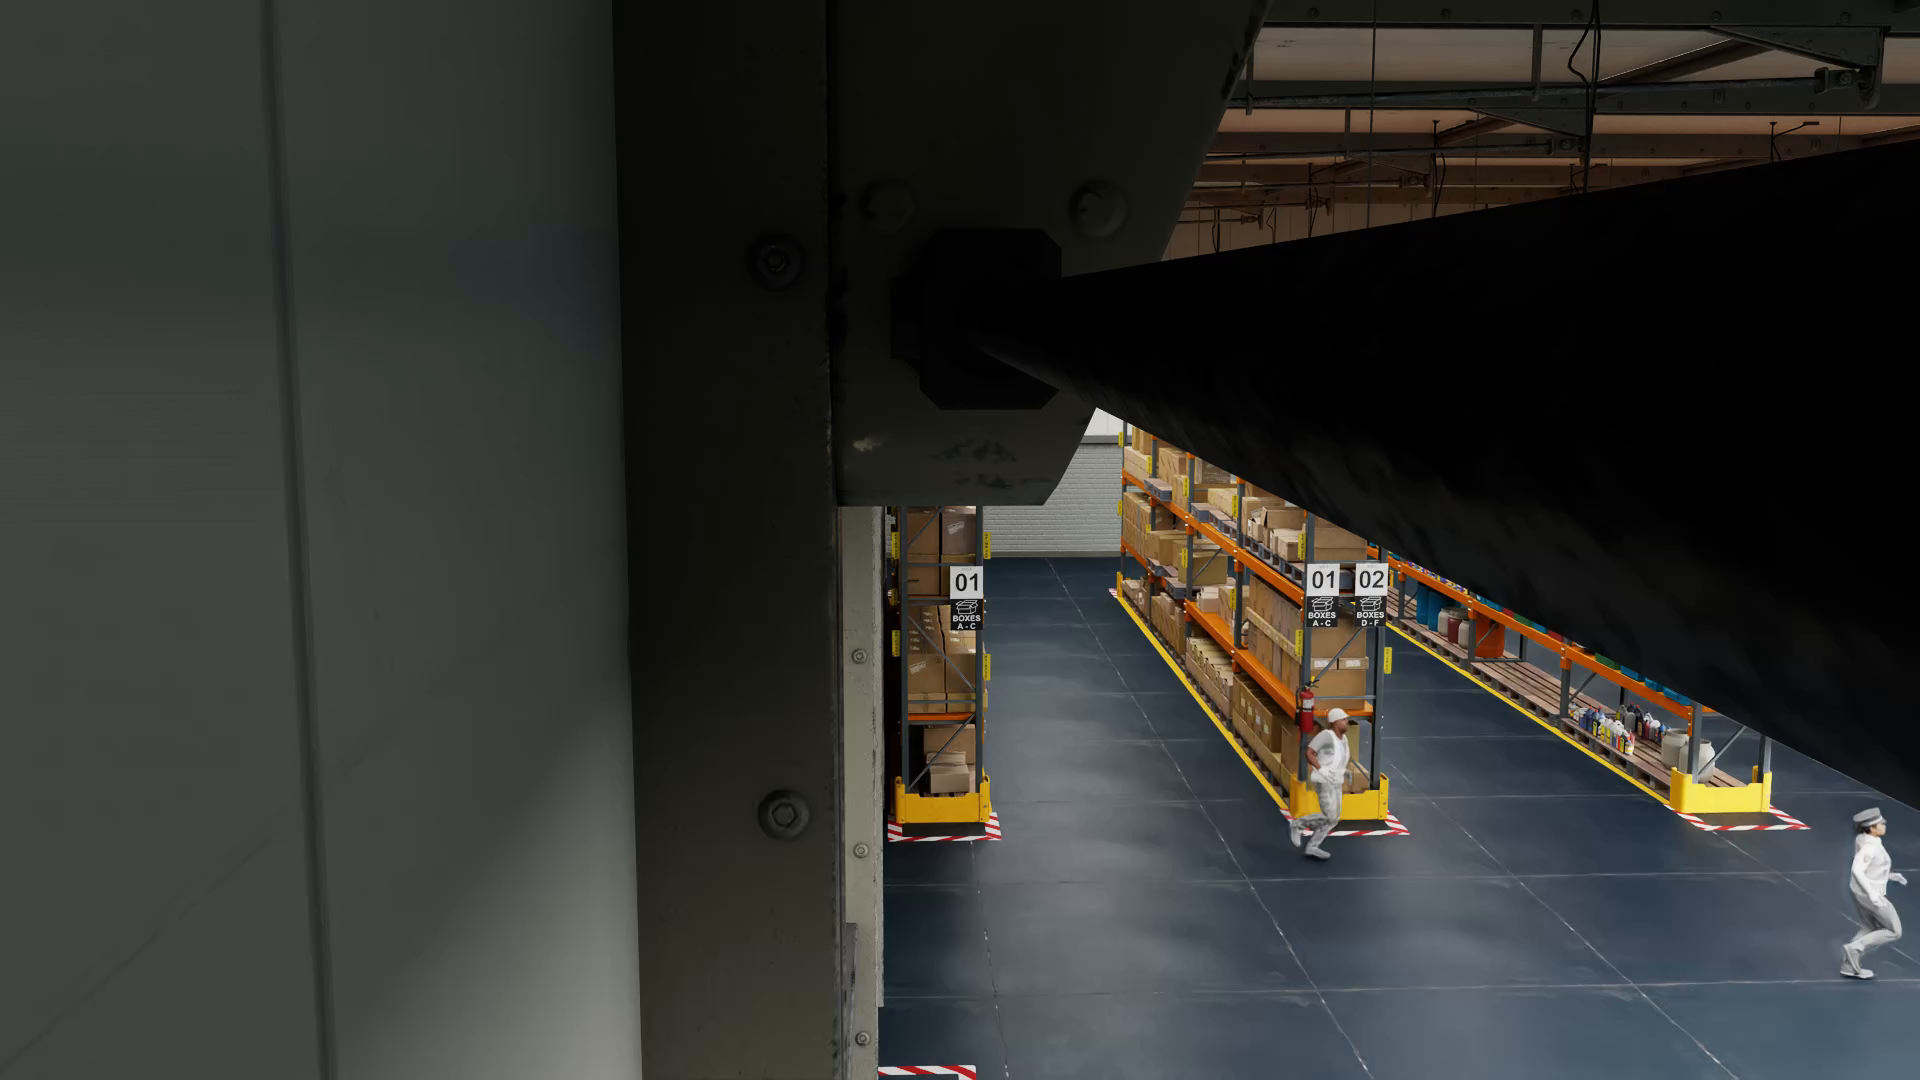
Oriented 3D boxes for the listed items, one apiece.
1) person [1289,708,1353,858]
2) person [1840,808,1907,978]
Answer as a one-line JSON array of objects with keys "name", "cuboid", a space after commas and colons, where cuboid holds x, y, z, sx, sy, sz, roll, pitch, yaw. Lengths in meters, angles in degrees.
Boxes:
[{"name": "person", "cuboid": [4.248, 2.789, 19.347, 0.611, 1.687, 0.736, 7, 10, 39]}, {"name": "person", "cuboid": [8.613, 3.327, 15.646, 0.547, 1.651, 0.614, 2, 8, 16]}]
